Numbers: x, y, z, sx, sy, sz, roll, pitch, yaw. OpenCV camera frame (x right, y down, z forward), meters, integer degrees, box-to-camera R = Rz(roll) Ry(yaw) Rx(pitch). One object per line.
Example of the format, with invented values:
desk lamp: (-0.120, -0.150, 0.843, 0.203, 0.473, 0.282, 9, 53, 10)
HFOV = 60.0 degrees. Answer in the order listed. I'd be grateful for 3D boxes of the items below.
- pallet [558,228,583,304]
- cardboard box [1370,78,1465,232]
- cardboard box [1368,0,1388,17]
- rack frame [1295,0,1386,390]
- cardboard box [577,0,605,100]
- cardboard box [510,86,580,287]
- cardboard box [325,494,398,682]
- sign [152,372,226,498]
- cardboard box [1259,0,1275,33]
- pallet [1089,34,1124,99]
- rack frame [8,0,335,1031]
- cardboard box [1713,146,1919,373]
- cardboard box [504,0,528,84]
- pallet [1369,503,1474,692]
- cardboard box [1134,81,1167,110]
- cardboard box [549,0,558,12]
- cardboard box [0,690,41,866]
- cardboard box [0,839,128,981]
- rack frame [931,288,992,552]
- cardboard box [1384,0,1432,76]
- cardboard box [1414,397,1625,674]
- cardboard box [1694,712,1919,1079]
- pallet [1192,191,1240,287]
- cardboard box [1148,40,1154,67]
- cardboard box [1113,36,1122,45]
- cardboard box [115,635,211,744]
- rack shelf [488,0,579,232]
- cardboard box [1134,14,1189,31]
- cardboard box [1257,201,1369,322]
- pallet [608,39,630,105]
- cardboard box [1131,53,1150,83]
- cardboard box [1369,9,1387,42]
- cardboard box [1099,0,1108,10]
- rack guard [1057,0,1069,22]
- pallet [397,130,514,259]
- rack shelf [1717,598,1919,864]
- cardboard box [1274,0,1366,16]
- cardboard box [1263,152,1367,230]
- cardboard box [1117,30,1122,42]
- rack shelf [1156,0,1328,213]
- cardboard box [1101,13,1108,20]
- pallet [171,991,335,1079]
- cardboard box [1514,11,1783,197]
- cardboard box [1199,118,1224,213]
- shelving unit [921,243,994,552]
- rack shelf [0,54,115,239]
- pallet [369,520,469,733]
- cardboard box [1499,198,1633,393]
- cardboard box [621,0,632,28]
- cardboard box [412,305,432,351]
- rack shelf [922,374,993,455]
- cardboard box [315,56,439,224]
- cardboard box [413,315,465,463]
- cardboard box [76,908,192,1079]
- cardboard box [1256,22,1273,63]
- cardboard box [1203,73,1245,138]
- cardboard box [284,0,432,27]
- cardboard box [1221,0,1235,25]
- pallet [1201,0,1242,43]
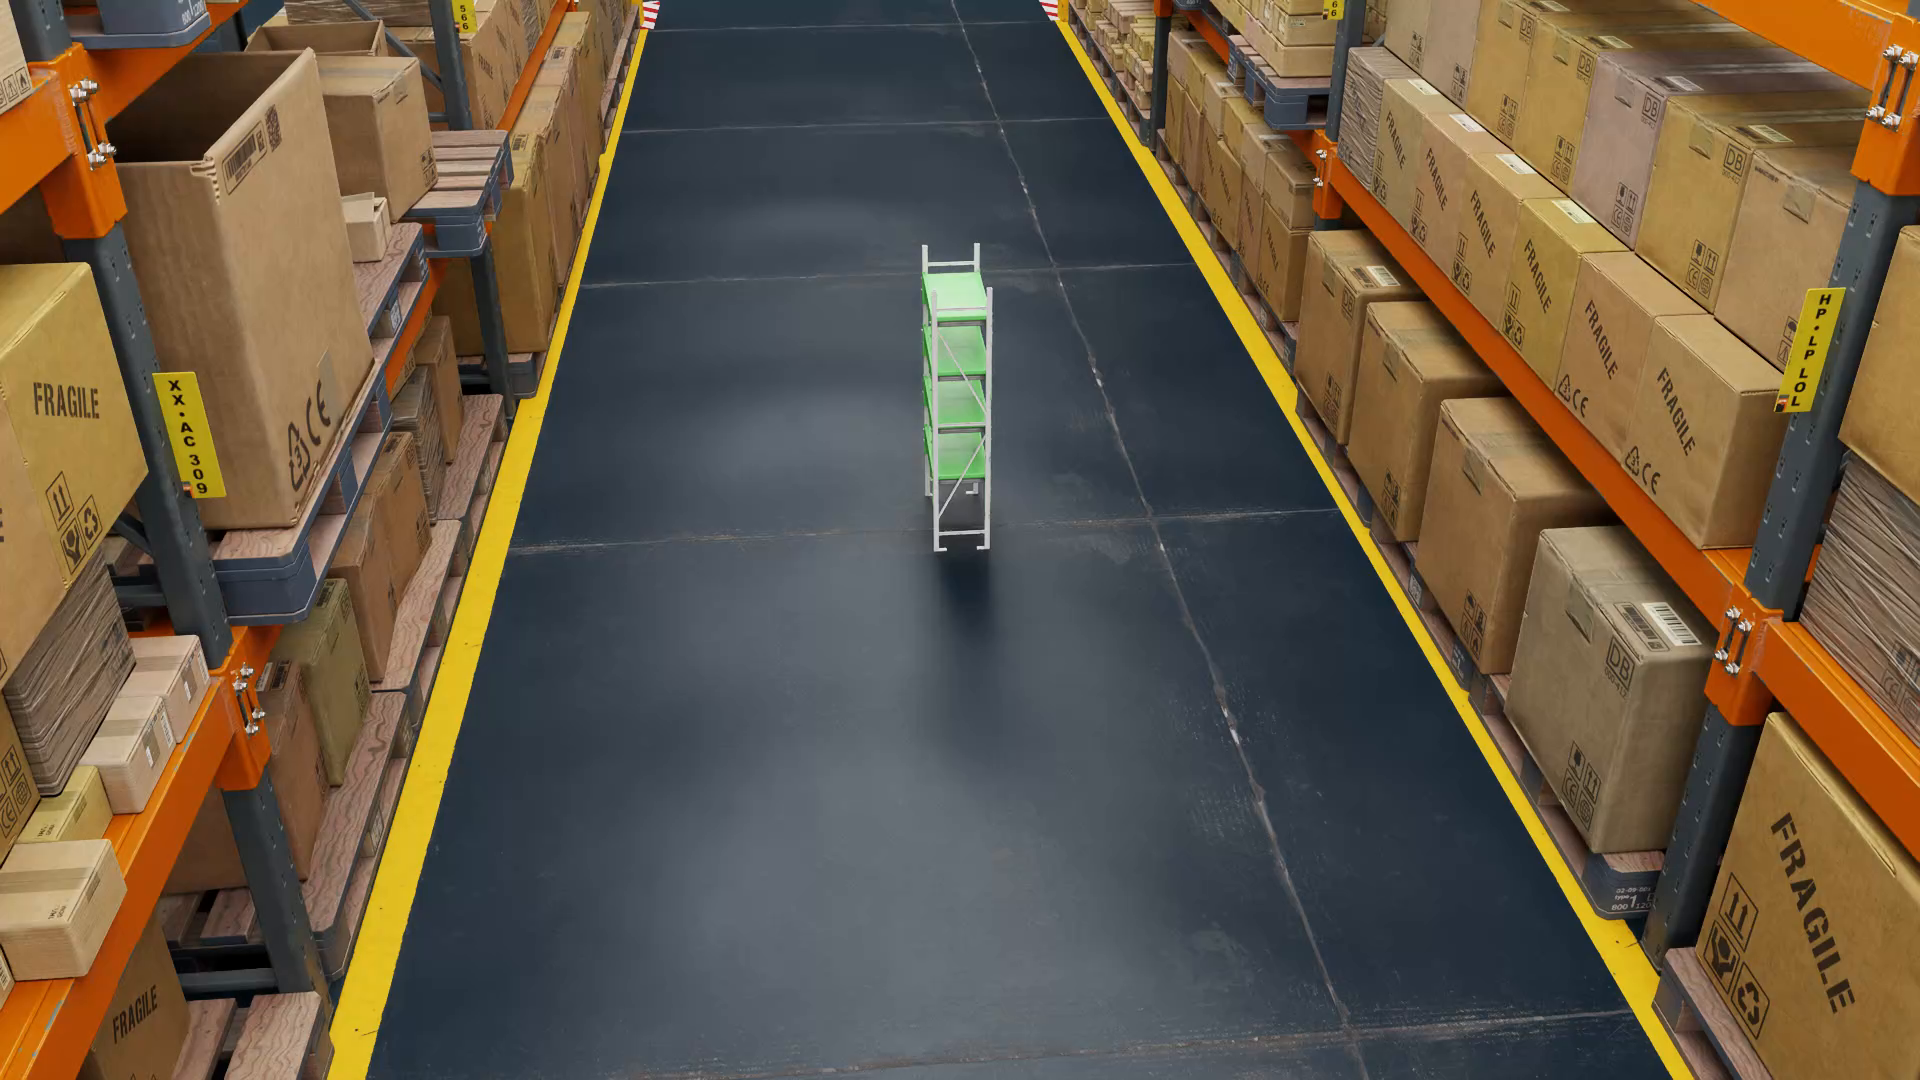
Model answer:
pallet: (-2.825, -1.713, 9.912, 1.003, 0.211, 1.213, -3, 31, -5)
cardboard box: (2.056, -1.610, 6.922, 0.500, 0.500, 0.500, -3, 31, -5)
cardboard box: (2.331, -2.800, 8.557, 0.380, 0.149, 0.250, -4, 31, -6)
rack frame: (2.232, -2.069, 7.788, 1.000, 3.000, 0.127, -3, 31, -5)
cardboard box: (-3.071, -3.534, 11.903, 0.875, 0.875, 0.875, -3, 31, -5)
cardboard box: (-2.835, -1.959, 9.268, 1.225, 0.875, 0.875, -3, 31, -4)
cardboard box: (-2.456, 0.199, 6.000, 0.700, 0.500, 0.500, -5, 31, -9)
sign: (-1.802, -0.242, 3.886, 0.100, 0.325, 0.005, -3, 31, -5)
cardboard box: (1.706, -2.635, 8.282, 0.380, 0.149, 0.250, -2, 31, -3)
pallet: (1.643, -3.879, 13.538, 1.003, 0.211, 1.213, -3, 31, -5)
rack frame: (-2.342, 0.160, 4.057, 1.000, 3.000, 0.127, -3, 31, -5)
cardboard box: (2.554, -0.752, 4.511, 0.700, 0.500, 0.500, -3, 31, -5)
cardboard box: (-2.592, -2.711, 8.766, 0.500, 0.500, 0.500, -3, 31, -5)
pallet: (2.342, 0.156, 6.783, 1.003, 0.211, 1.213, -3, 31, -5)
cardboard box: (1.483, -3.251, 12.138, 0.380, 0.149, 0.250, -2, 31, -4)
cardboard box: (-2.734, -3.489, 10.068, 0.500, 0.500, 0.500, -2, 31, -3)
cardboard box: (-2.350, 0.479, 3.136, 0.875, 0.500, 0.500, -3, 31, -5)
cardboard box: (-1.917, 0.744, 3.324, 0.380, 0.149, 0.250, -3, 31, -5)
rack frame: (0.007, -0.475, 6.875, 0.240, 1.200, 0.015, -3, 31, -5)
cardboard box: (2.264, -2.311, 7.121, 0.700, 0.500, 0.500, -3, 31, -5)
cardboard box: (2.372, -0.046, 6.186, 1.050, 0.750, 0.750, -3, 31, -5)
cardboard box: (2.595, 1.030, 4.263, 0.875, 0.875, 0.875, -2, 31, -4)
pallet: (2.050, -1.892, 10.211, 1.003, 0.211, 1.213, -3, 31, -5)
cardboard box: (1.566, -3.492, 11.961, 0.380, 0.149, 0.250, -2, 31, -3)
cardboard box: (1.428, -3.916, 13.251, 0.380, 0.149, 0.250, -2, 31, -4)
cardboard box: (-2.029, 0.363, 3.962, 0.380, 0.149, 0.250, -3, 31, -5)
rack shelf: (-2.902, -2.595, 9.370, 1.077, 0.370, 4.000, -3, 31, -5)
cardboard box: (1.526, -3.883, 12.616, 0.380, 0.149, 0.250, -2, 31, -3)
cardboard box: (1.910, -1.499, 8.863, 0.500, 0.500, 0.500, -3, 31, -5)
pallet: (-3.200, -3.744, 13.312, 1.003, 0.211, 1.213, -3, 31, -5)
cardboard box: (1.475, -3.478, 12.228, 0.380, 0.149, 0.250, -4, 31, -7)
cardboard box: (2.341, -2.654, 8.603, 0.380, 0.149, 0.250, -1, 31, -2)
cardboard box: (1.338, -4.410, 13.498, 0.380, 0.149, 0.250, -2, 31, -4)
rack guard: (1.492, -5.041, 15.202, 1.175, 0.500, 0.348, -3, 31, -5)
pallet: (-2.543, -1.441, 6.925, 1.213, 0.211, 1.003, -3, 31, -5)
rack shelf: (2.793, 1.304, 2.844, 1.077, 0.370, 4.000, -3, 31, -5)
cardboard box: (1.730, -2.625, 7.974, 0.380, 0.149, 0.250, -4, 31, -7)
cardboard box: (1.907, -1.834, 8.692, 0.500, 0.250, 0.500, -3, 31, -6)
cardboard box: (1.458, -4.014, 13.125, 0.380, 0.149, 0.250, -4, 31, -7)
rack shelf: (2.045, -2.781, 9.682, 1.077, 0.370, 4.000, -3, 31, -5)
cardboard box: (1.384, -4.309, 13.909, 0.380, 0.149, 0.250, -3, 31, -4)
pallet: (-2.244, 1.698, 4.201, 1.003, 0.211, 1.213, -3, 31, -5)
cardboard box: (2.411, -1.530, 5.814, 0.700, 0.500, 0.500, -3, 31, -5)
cardboard box: (1.777, -2.291, 10.189, 0.500, 0.500, 0.500, -2, 31, -4)
shelving unit: (-0.015, -0.600, 7.084, 0.258, 1.200, 0.503, -3, 31, -5)
rack shelf: (-2.155, 0.202, 1.763, 1.077, 0.370, 4.000, -3, 31, -5)
pallet: (-2.533, 0.335, 6.483, 1.003, 0.211, 1.213, -3, 31, -5)
cardboard box: (2.196, -0.839, 5.632, 0.500, 0.500, 0.500, -2, 31, -4)
cardboard box: (-3.324, -4.912, 14.211, 0.875, 0.875, 0.875, -3, 31, -5)
cardboard box: (-2.623, -0.980, 7.242, 0.500, 0.250, 0.500, -2, 31, -3)
rack shelf: (-0.015, -0.545, 7.117, 0.258, 0.148, 0.480, -3, 31, -5)
cardboard box: (-2.474, -1.552, 6.416, 0.700, 0.500, 0.500, 2, 31, 3)
cardboard box: (-2.633, -0.657, 7.434, 0.700, 0.500, 0.500, -4, 31, -7)
cardboard box: (-2.344, 1.259, 4.246, 0.500, 0.500, 0.500, -4, 31, -6)
cardboard box: (1.707, -2.498, 8.342, 0.380, 0.149, 0.250, -3, 31, -5)
cardboard box: (1.760, -2.618, 10.004, 0.500, 0.250, 0.500, -2, 31, -3)
cardboard box: (-2.768, -2.730, 7.820, 0.797, 0.503, 0.637, -2, 31, -3)
cardboard box: (1.636, -2.894, 9.005, 0.380, 0.149, 0.250, -4, 31, -7)
pallet: (2.006, -2.995, 9.526, 1.003, 0.211, 1.213, -3, 31, -5)
